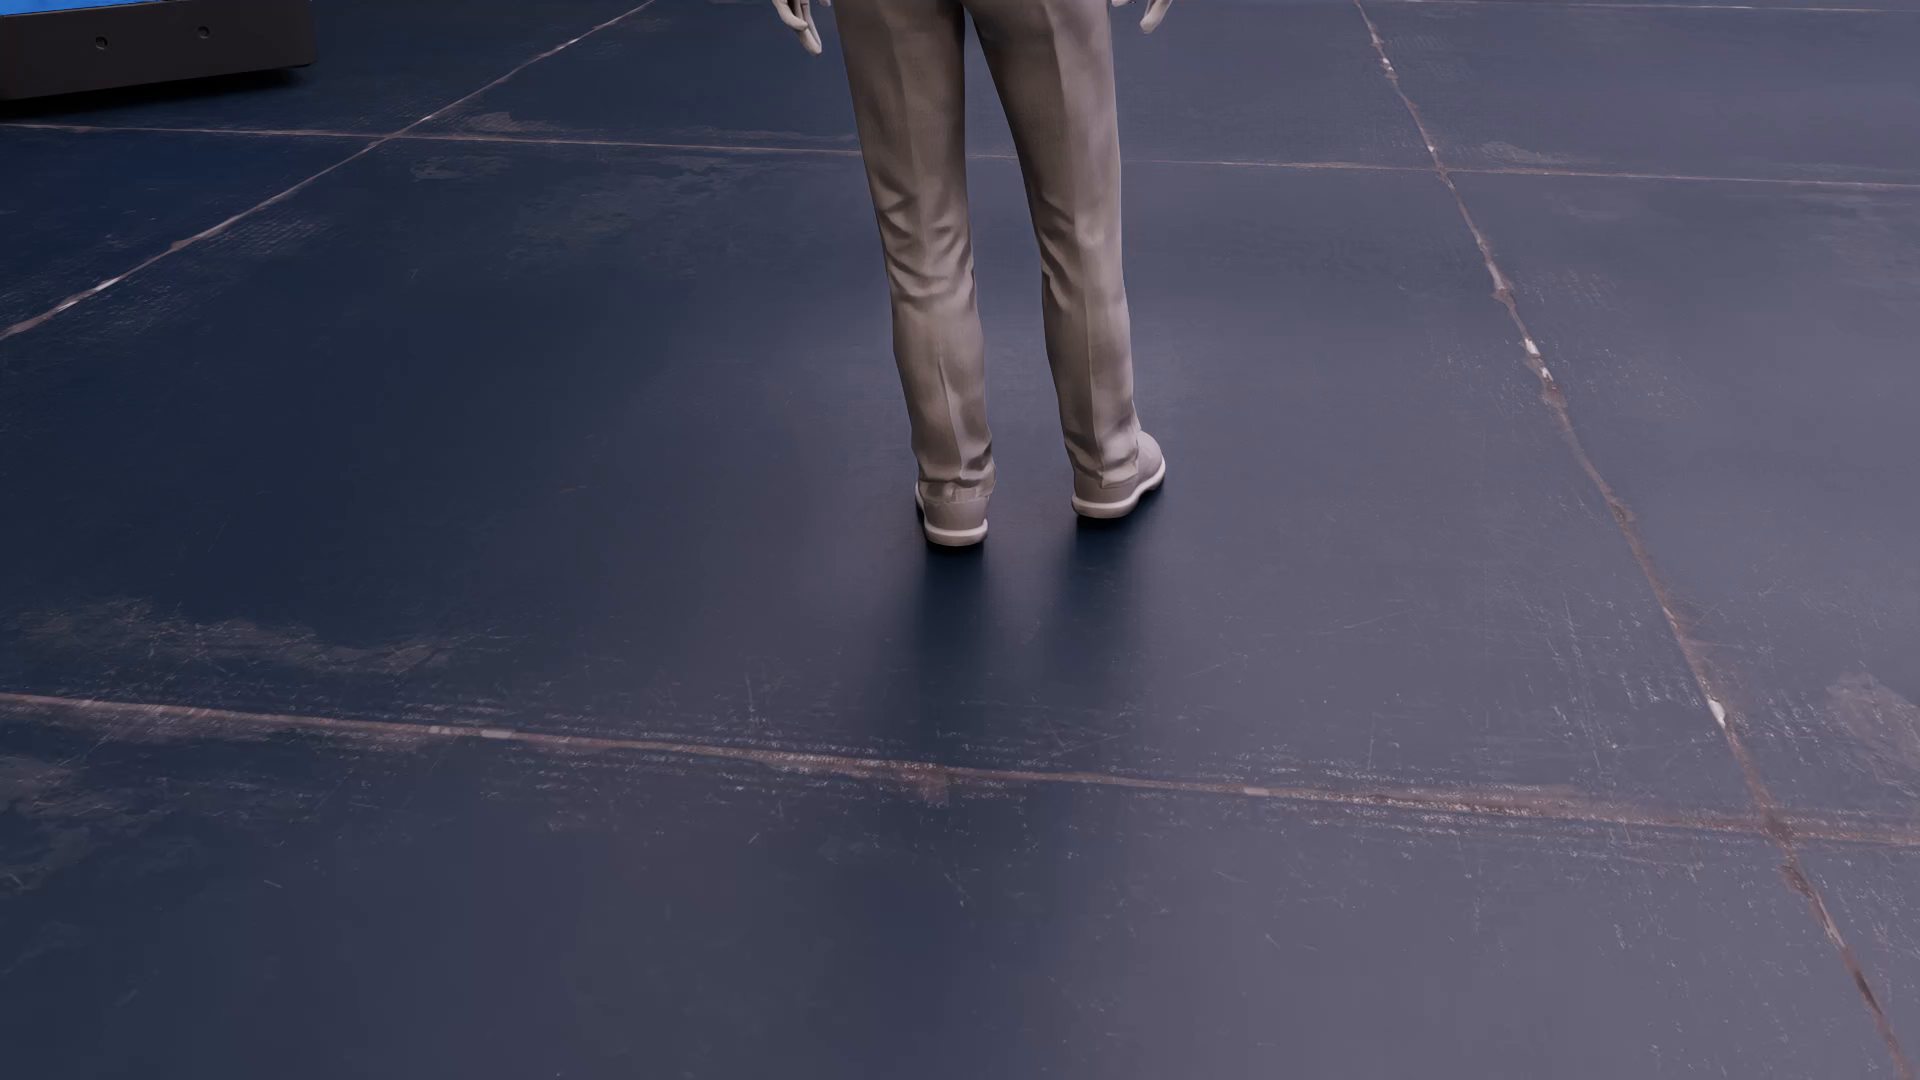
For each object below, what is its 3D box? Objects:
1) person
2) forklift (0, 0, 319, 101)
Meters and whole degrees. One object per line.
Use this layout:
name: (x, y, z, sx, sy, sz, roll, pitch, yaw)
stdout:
person: (0.015, -0.795, 2.179, 0.587, 1.695, 0.531, 3, 27, 7)
forklift: (-3.451, -3.209, 5.649, 1.130, 2.935, 3.031, -20, 33, -34)
